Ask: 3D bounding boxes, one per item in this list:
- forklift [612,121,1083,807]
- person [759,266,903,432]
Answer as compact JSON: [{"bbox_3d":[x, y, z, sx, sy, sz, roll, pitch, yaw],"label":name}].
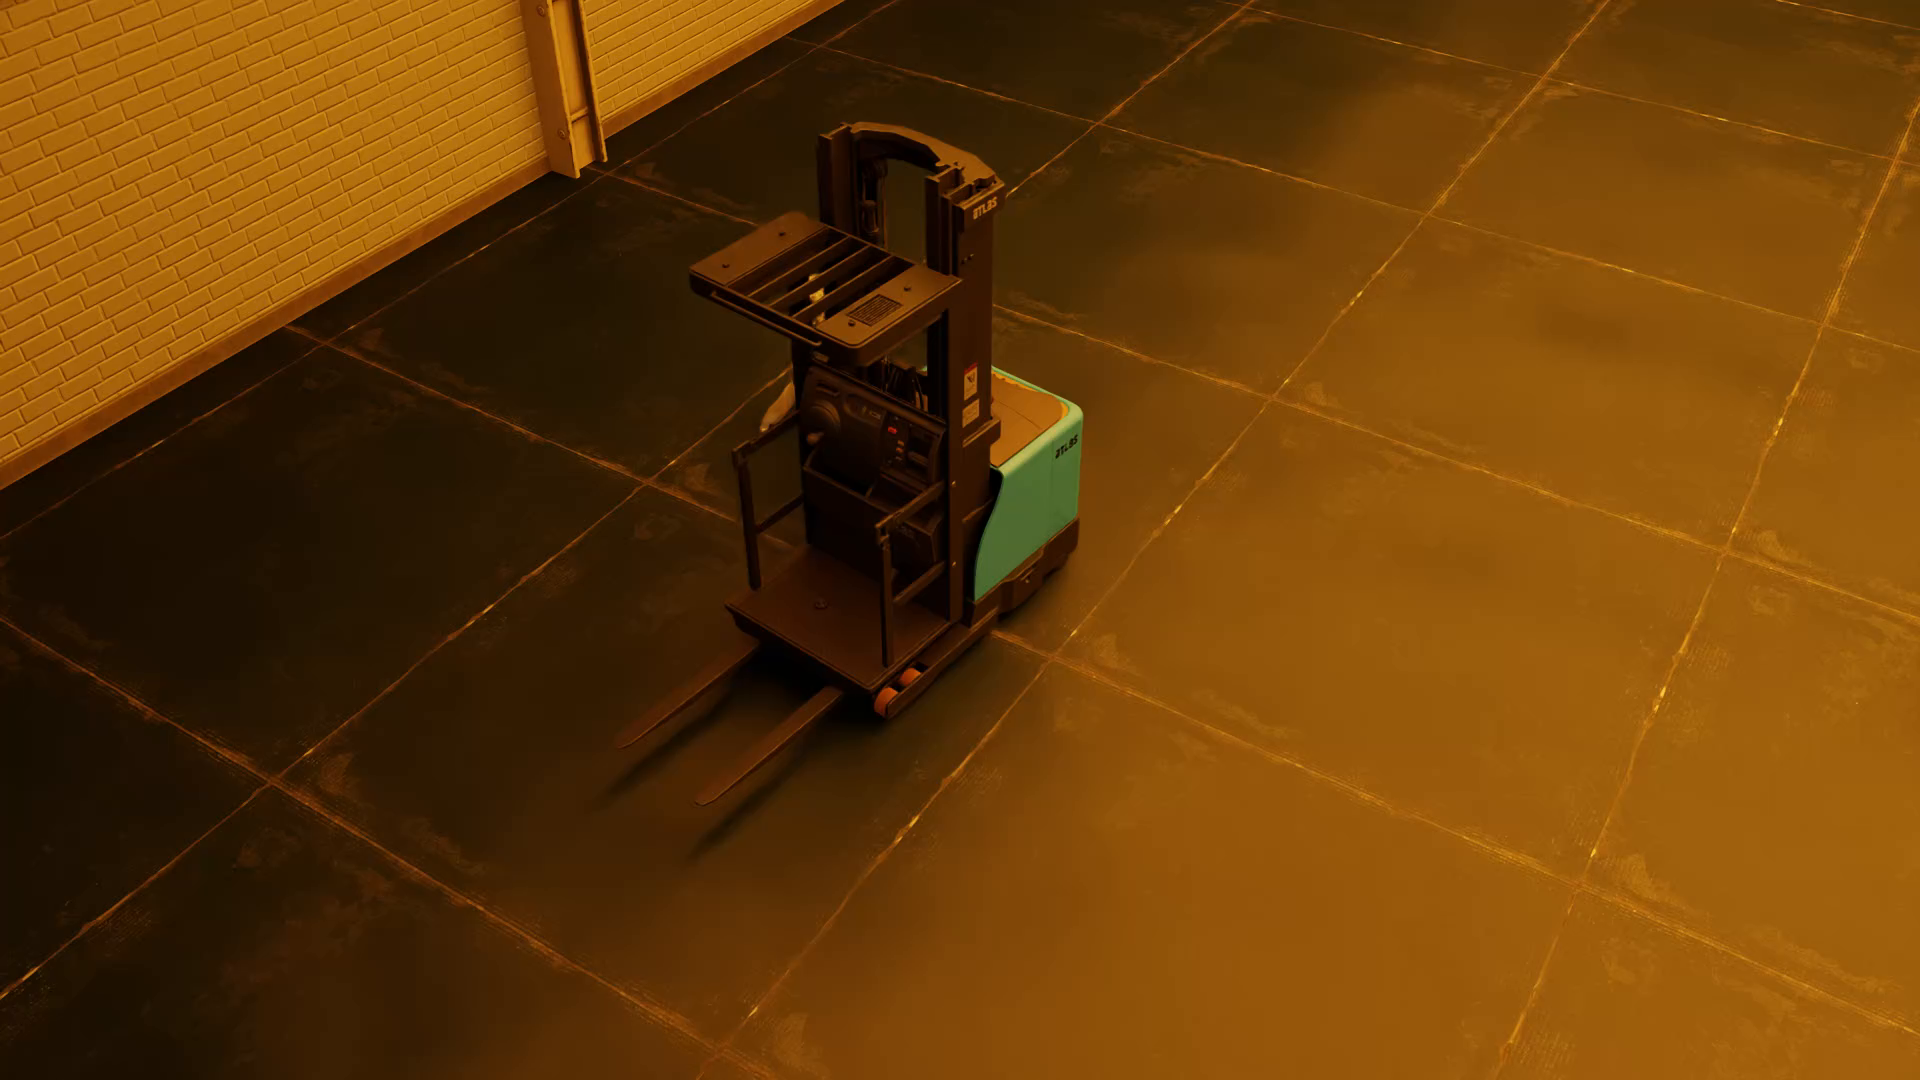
[{"bbox_3d":[-0.599,-0.512,8.571,1.130,2.935,3.031,28,47,29],"label":"forklift"},{"bbox_3d":[-0.716,-1.256,10.596,0.964,1.484,1.078,-32,50,-32],"label":"person"}]
